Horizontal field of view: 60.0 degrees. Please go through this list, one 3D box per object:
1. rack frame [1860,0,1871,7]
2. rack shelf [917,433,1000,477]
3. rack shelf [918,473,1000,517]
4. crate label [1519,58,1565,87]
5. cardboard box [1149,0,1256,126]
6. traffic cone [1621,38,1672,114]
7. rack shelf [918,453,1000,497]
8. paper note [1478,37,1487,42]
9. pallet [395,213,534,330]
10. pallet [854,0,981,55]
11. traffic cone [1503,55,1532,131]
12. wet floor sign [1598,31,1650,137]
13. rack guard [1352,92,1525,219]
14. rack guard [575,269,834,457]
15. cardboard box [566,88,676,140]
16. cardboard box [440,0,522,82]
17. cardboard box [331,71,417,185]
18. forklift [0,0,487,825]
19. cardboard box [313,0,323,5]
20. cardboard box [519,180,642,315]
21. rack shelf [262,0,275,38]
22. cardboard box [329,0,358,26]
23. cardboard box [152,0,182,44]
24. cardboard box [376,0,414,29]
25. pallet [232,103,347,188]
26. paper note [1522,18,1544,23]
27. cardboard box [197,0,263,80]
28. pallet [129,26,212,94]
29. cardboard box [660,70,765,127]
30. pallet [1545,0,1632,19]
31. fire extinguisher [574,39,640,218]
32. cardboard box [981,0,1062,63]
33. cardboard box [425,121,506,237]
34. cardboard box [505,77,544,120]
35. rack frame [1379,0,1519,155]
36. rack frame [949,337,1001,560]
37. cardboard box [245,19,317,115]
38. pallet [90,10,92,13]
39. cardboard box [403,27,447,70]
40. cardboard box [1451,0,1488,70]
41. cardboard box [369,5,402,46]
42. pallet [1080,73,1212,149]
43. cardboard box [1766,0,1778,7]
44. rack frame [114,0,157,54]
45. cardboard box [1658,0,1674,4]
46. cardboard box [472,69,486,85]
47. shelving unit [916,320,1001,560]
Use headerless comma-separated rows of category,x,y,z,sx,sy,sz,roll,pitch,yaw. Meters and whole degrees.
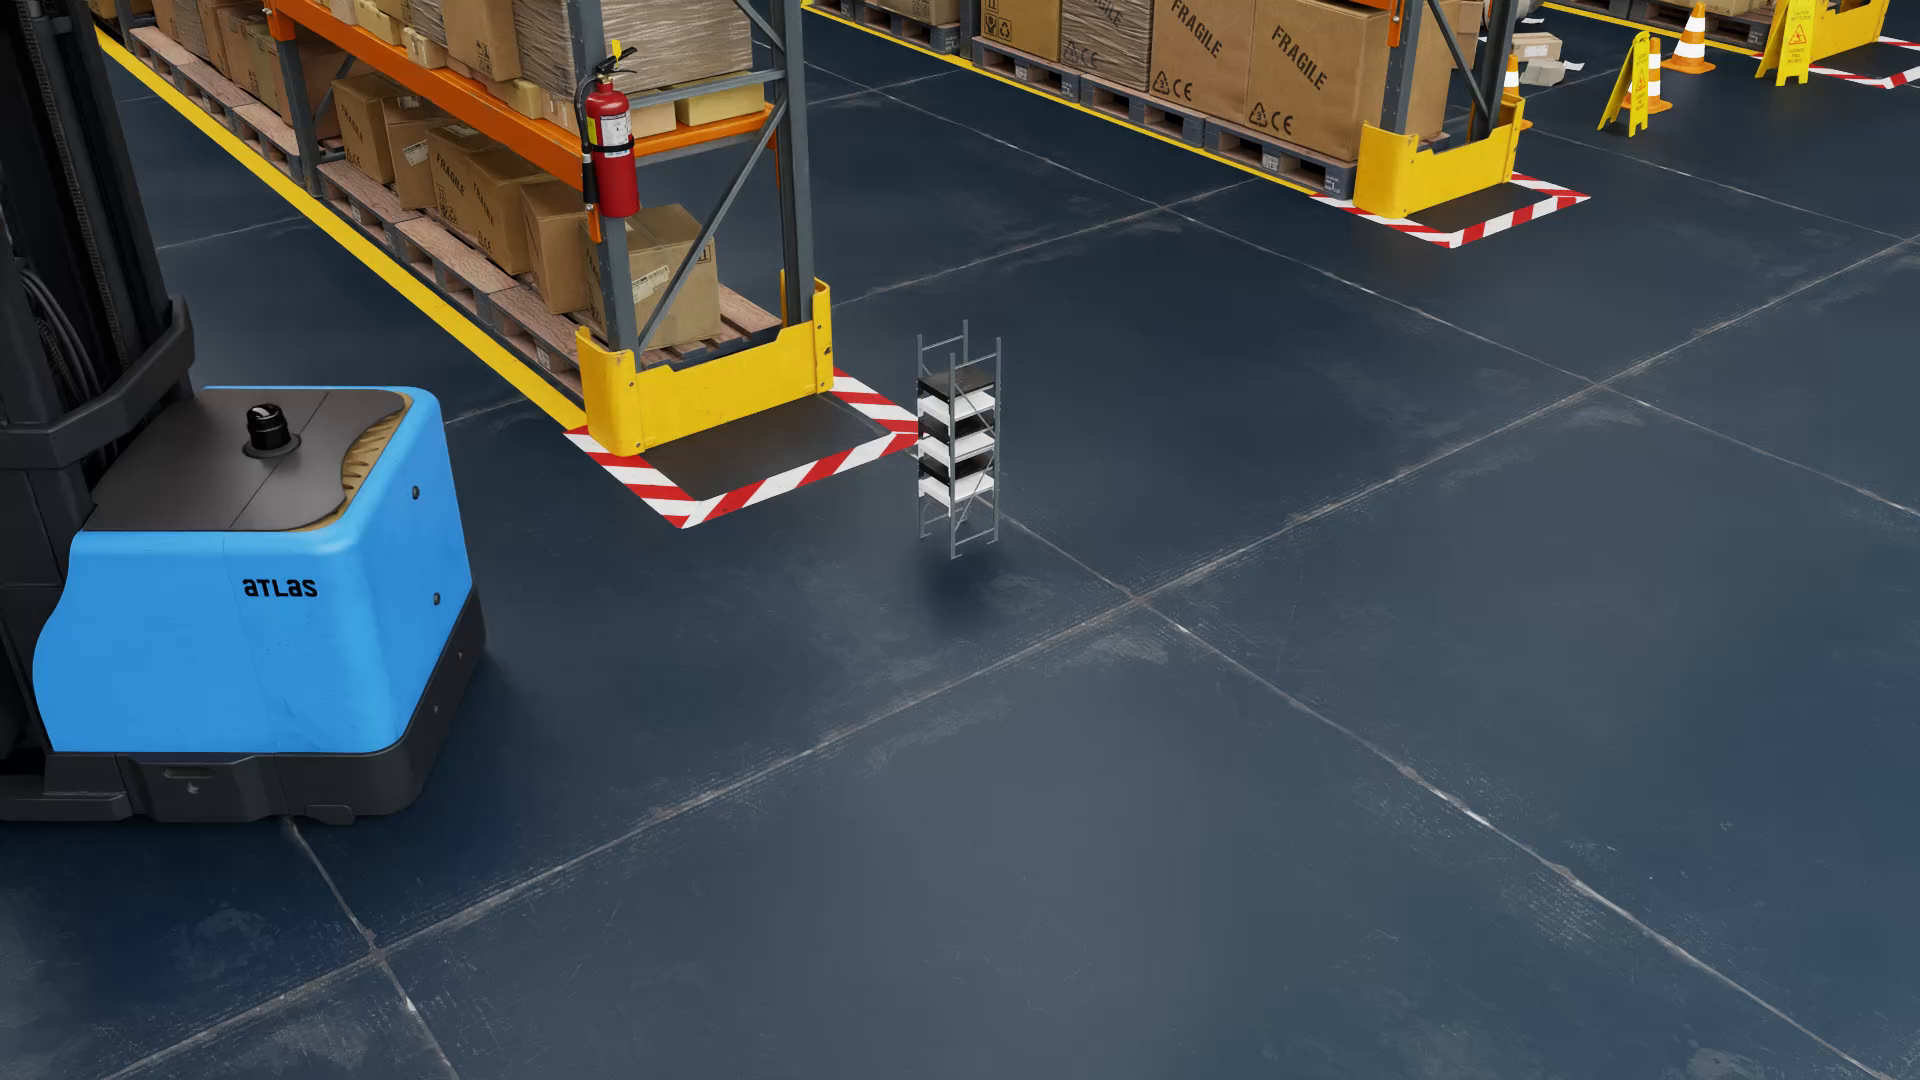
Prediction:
rack frame,6.732,-5.063,12.059,1.000,3.000,0.127,-22,38,-31
rack shelf,-0.005,-0.357,6.536,0.258,0.077,0.200,-22,38,-31
rack shelf,-0.005,-0.204,6.631,0.258,0.077,0.200,-22,38,-31
crate label,4.250,-3.416,12.120,0.298,0.136,0.250,12,34,19
cardboard box,1.875,-3.323,10.872,0.875,0.875,0.875,-23,39,-32
traffic cone,4.781,-3.247,11.539,0.336,0.463,0.334,-22,38,-31
rack shelf,-0.005,-0.281,6.583,0.258,0.077,0.200,-22,38,-31
paper note,4.178,-3.950,13.091,0.148,0.019,0.142,-10,33,-15
pallet,-2.357,-1.562,9.065,1.003,0.211,1.213,-22,38,-31
pallet,-0.102,-4.199,13.311,1.003,0.211,1.213,-22,38,-31
traffic cone,3.680,-3.023,11.178,0.336,0.463,0.334,-22,38,-31
wet floor sign,4.466,-3.048,11.046,0.232,0.644,0.267,26,40,35
rack guard,2.899,-2.348,10.056,1.175,0.500,0.348,-22,38,-31
rack guard,-1.143,-0.827,7.607,1.175,0.500,0.348,-22,38,-31
cardboard box,-1.434,-1.802,7.047,0.380,0.149,0.250,-22,38,-31
cardboard box,-1.813,-2.433,7.448,0.875,0.500,0.500,-22,38,-31
cardboard box,-3.335,-2.461,9.840,0.500,0.500,0.500,-24,39,-33
forklift,-3.235,-0.602,4.941,3.031,2.935,1.130,0,32,0
cardboard box,-3.336,-3.027,9.018,0.380,0.149,0.250,-22,38,-31
cardboard box,-1.859,-1.477,8.256,0.500,0.500,0.500,-12,34,-19
rack shelf,-4.775,-4.052,11.113,1.077,0.370,4.000,-22,38,-31
cardboard box,-3.055,-2.808,8.666,0.380,0.149,0.250,-22,38,-31
cardboard box,-5.575,-4.043,12.369,0.700,0.500,0.500,-25,39,-34
cardboard box,-2.383,-2.868,8.148,0.875,0.500,0.500,-22,38,-31
pallet,-4.028,-2.663,10.838,1.003,0.211,1.213,-22,38,-31
paper note,4.664,-4.231,13.533,0.148,0.019,0.142,18,36,27
cardboard box,-4.872,-3.582,11.627,0.700,0.500,0.500,-19,37,-28
pallet,-5.524,-3.680,12.476,1.003,0.211,1.213,-22,38,-31
cardboard box,-1.083,-1.946,7.278,0.380,0.149,0.250,-22,38,-31
pallet,5.471,-4.768,14.227,1.003,0.211,1.213,-22,38,-31
fire extinguisher,-1.390,-1.627,6.600,0.296,0.674,0.183,-22,38,-31
cardboard box,0.761,-4.078,12.088,0.875,0.875,0.875,-22,38,-31
cardboard box,-2.535,-1.991,9.084,0.500,0.500,0.500,-26,40,-35
cardboard box,-1.781,-1.994,7.356,0.380,0.149,0.250,-22,38,-31
rack frame,2.884,-3.420,9.413,1.000,3.000,0.127,-22,38,-31
rack frame,0.057,-0.343,6.450,0.240,0.900,0.006,-22,38,-31
cardboard box,-4.186,-3.117,10.877,0.700,0.500,0.500,-23,38,-32
pallet,-7.170,-4.868,14.387,1.003,0.211,1.213,-22,38,-31
cardboard box,-2.437,-2.393,7.999,0.380,0.149,0.250,-22,38,-31
cardboard box,3.655,-3.916,12.578,0.637,0.503,0.797,6,32,10
cardboard box,-2.724,-2.610,8.347,0.380,0.149,0.250,-22,38,-31
pallet,1.588,-3.051,11.462,1.003,0.211,1.213,-22,38,-31
cardboard box,6.456,-4.499,13.359,0.500,0.250,0.500,-23,38,-32
rack frame,-6.002,-5.191,12.265,1.000,3.000,0.127,-22,38,-31
cardboard box,5.712,-4.542,13.428,0.500,0.250,0.500,-22,38,-31
cardboard box,-2.042,-2.221,7.721,0.380,0.149,0.250,-22,38,-31
shelving unit,-0.005,-0.386,6.518,0.258,0.900,0.210,-22,38,-31
